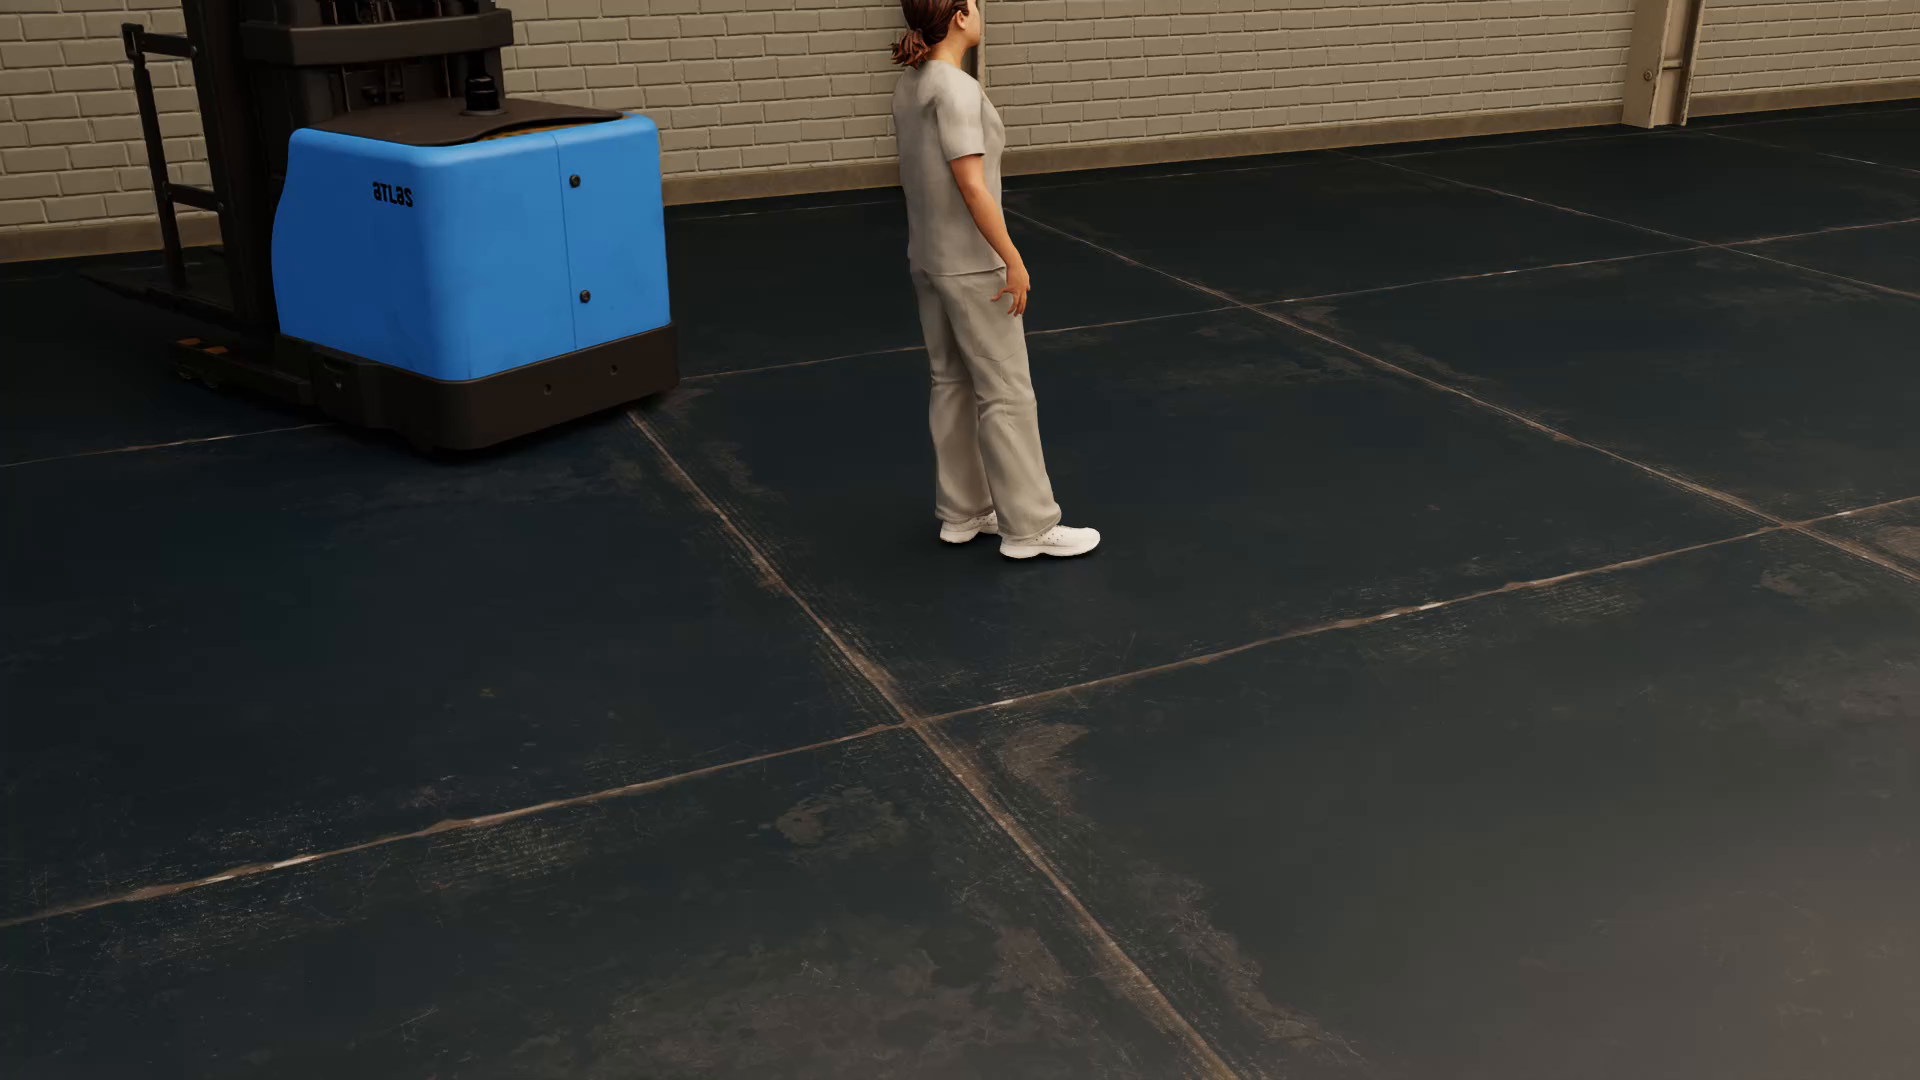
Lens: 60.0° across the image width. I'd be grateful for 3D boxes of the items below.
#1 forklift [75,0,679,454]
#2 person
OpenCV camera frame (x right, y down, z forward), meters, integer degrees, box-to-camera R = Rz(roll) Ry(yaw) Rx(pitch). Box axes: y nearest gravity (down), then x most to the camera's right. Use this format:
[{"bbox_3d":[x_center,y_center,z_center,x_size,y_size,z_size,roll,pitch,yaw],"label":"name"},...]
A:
[{"bbox_3d":[-2.548,-2.091,6.319,3.031,2.935,1.130,17,28,35],"label":"forklift"},{"bbox_3d":[0.073,-0.788,4.800,0.548,1.673,0.550,-10,25,-23],"label":"person"}]
